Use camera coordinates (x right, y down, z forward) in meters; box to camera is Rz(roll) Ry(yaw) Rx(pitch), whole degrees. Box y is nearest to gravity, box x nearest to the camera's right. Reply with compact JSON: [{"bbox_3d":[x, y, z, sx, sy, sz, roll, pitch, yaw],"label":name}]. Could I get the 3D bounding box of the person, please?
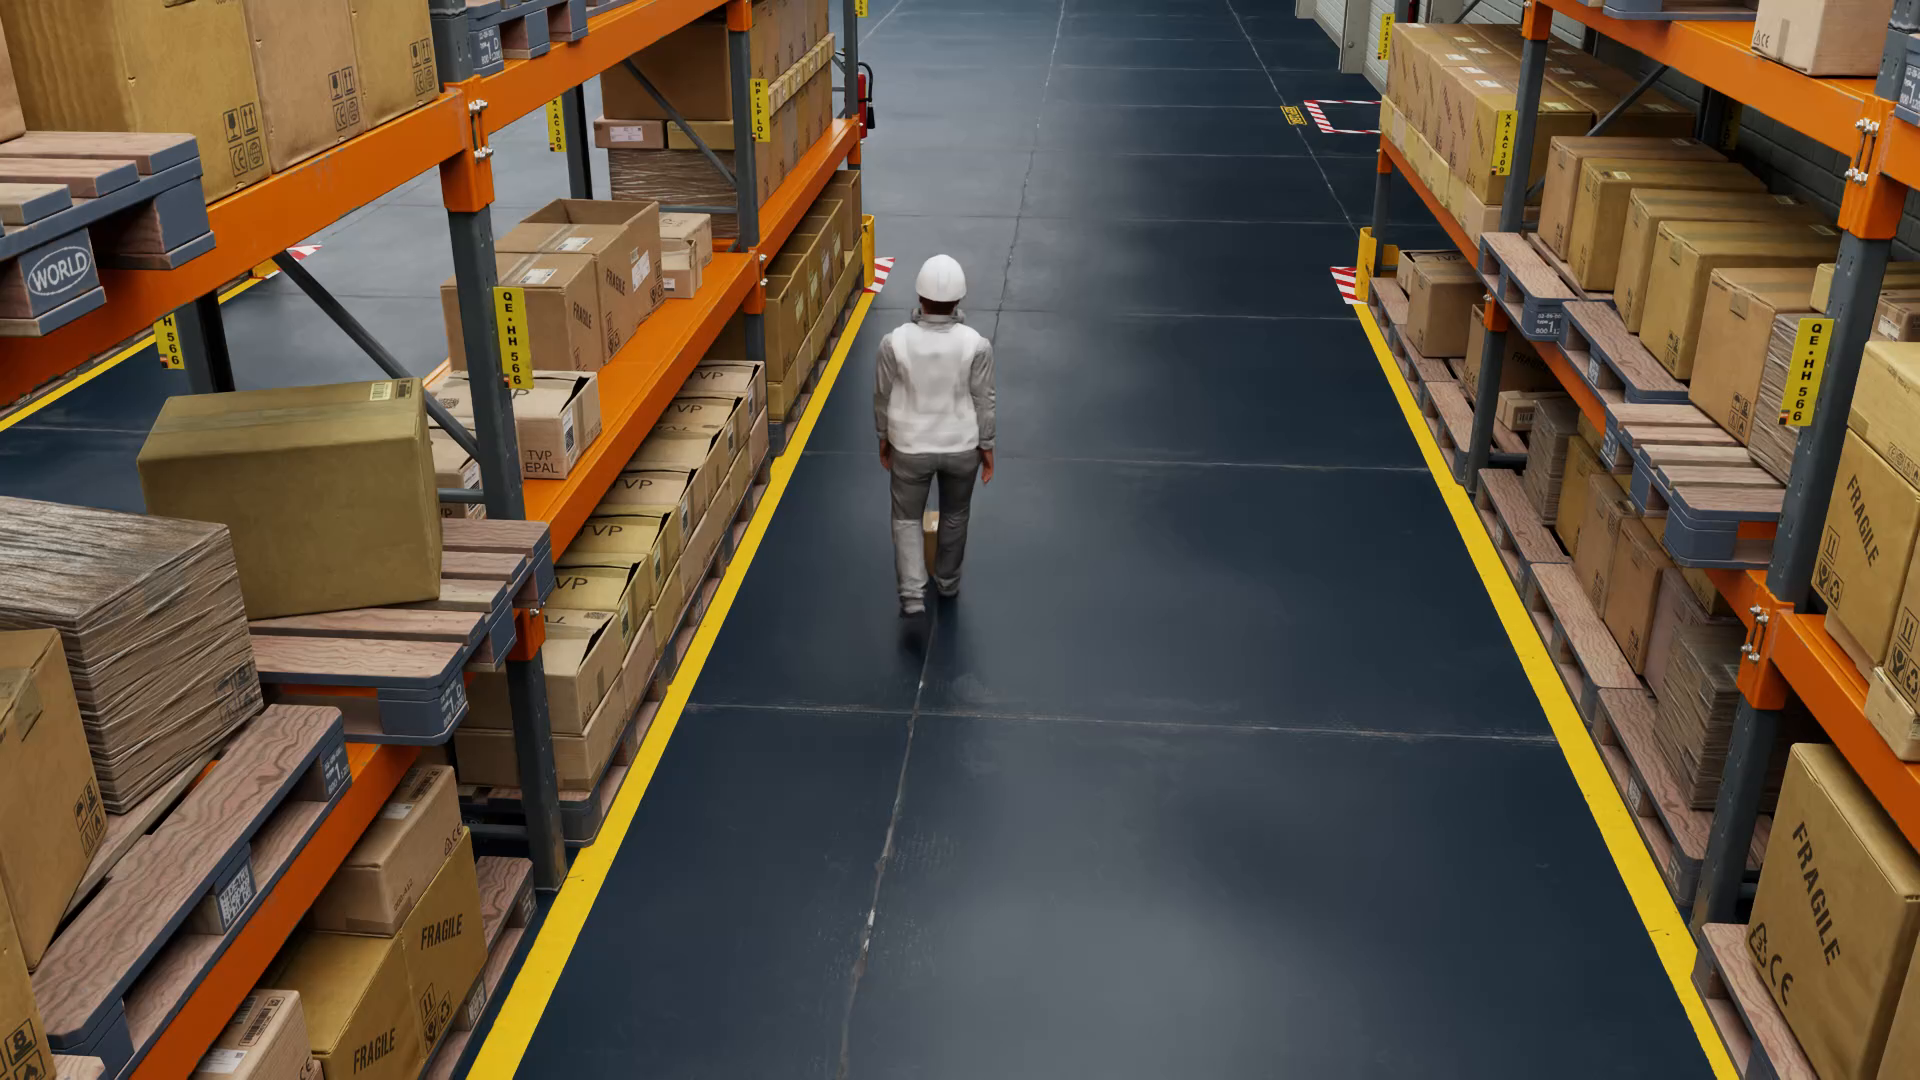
[{"bbox_3d":[-0.119,-0.465,7.604,0.549,1.748,0.826,-1,24,-3],"label":"person"}]
